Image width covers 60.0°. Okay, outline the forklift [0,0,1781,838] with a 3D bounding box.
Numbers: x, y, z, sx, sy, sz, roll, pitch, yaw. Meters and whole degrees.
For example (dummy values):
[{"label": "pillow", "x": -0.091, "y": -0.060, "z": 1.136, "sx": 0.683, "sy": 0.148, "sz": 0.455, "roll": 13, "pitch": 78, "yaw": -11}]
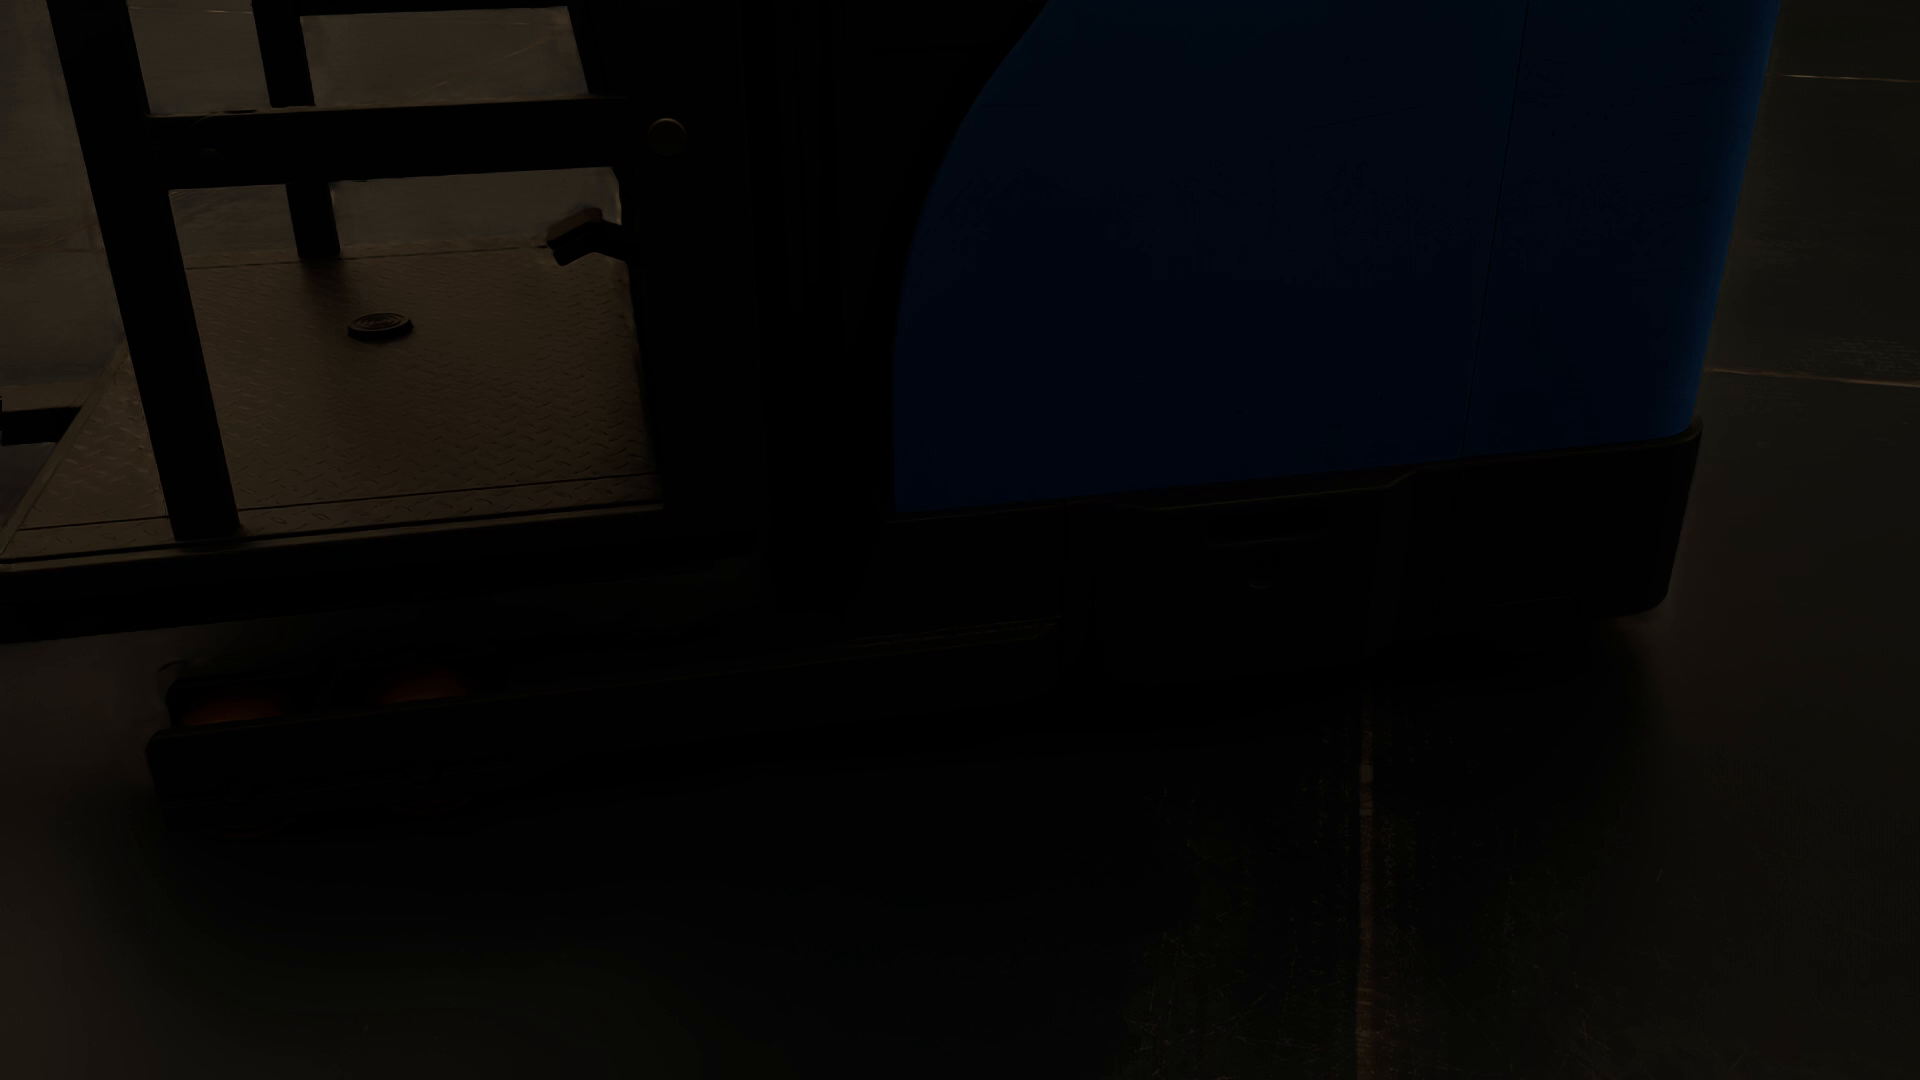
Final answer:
[{"label": "forklift", "x": -0.627, "y": -1.239, "z": 1.702, "sx": 3.031, "sy": 2.935, "sz": 1.130, "roll": -6, "pitch": 27, "yaw": -11}]
